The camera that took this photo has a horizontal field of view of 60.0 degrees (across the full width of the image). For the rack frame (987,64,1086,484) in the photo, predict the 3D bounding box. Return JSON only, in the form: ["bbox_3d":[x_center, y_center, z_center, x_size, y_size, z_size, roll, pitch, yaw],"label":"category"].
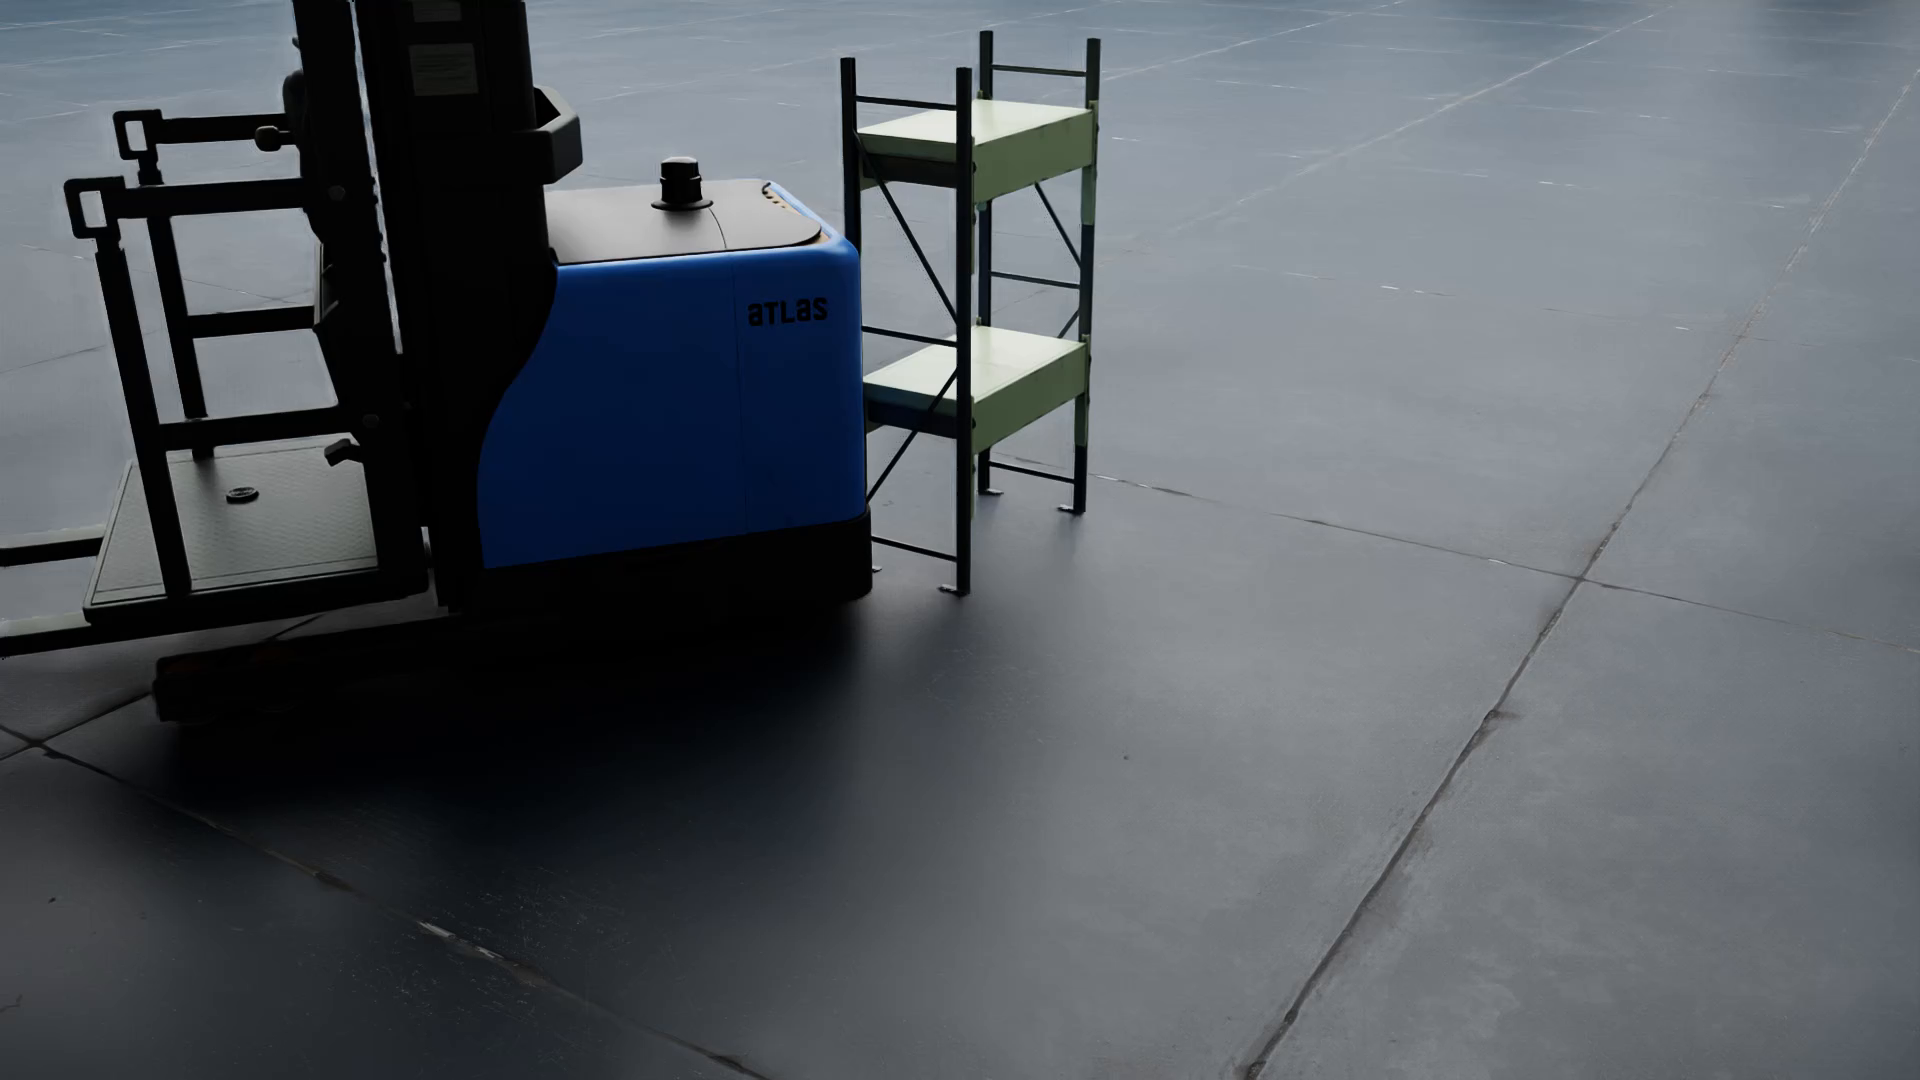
[{"bbox_3d":[0.237,-0.818,5.251,0.380,1.308,0.010,14,27,29],"label":"rack frame"}]

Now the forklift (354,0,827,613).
[{"bbox_3d":[-1.828,-1.119,4.145,3.031,2.935,1.109,-8,25,-18],"label":"forklift"}]

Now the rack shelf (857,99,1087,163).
[{"bbox_3d":[0.045,-1.175,4.757,0.368,0.052,0.686,14,27,29],"label":"rack shelf"}]

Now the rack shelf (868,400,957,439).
[{"bbox_3d":[0.045,-0.460,5.066,0.332,0.071,0.664,14,27,29],"label":"rack shelf"}]

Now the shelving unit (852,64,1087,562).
[{"bbox_3d":[0.046,-0.694,4.964,0.380,1.308,0.742,14,27,29],"label":"shelving unit"}]

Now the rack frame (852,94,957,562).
[{"bbox_3d":[-0.144,-0.570,4.678,0.380,1.308,0.010,14,27,29],"label":"rack frame"}]
